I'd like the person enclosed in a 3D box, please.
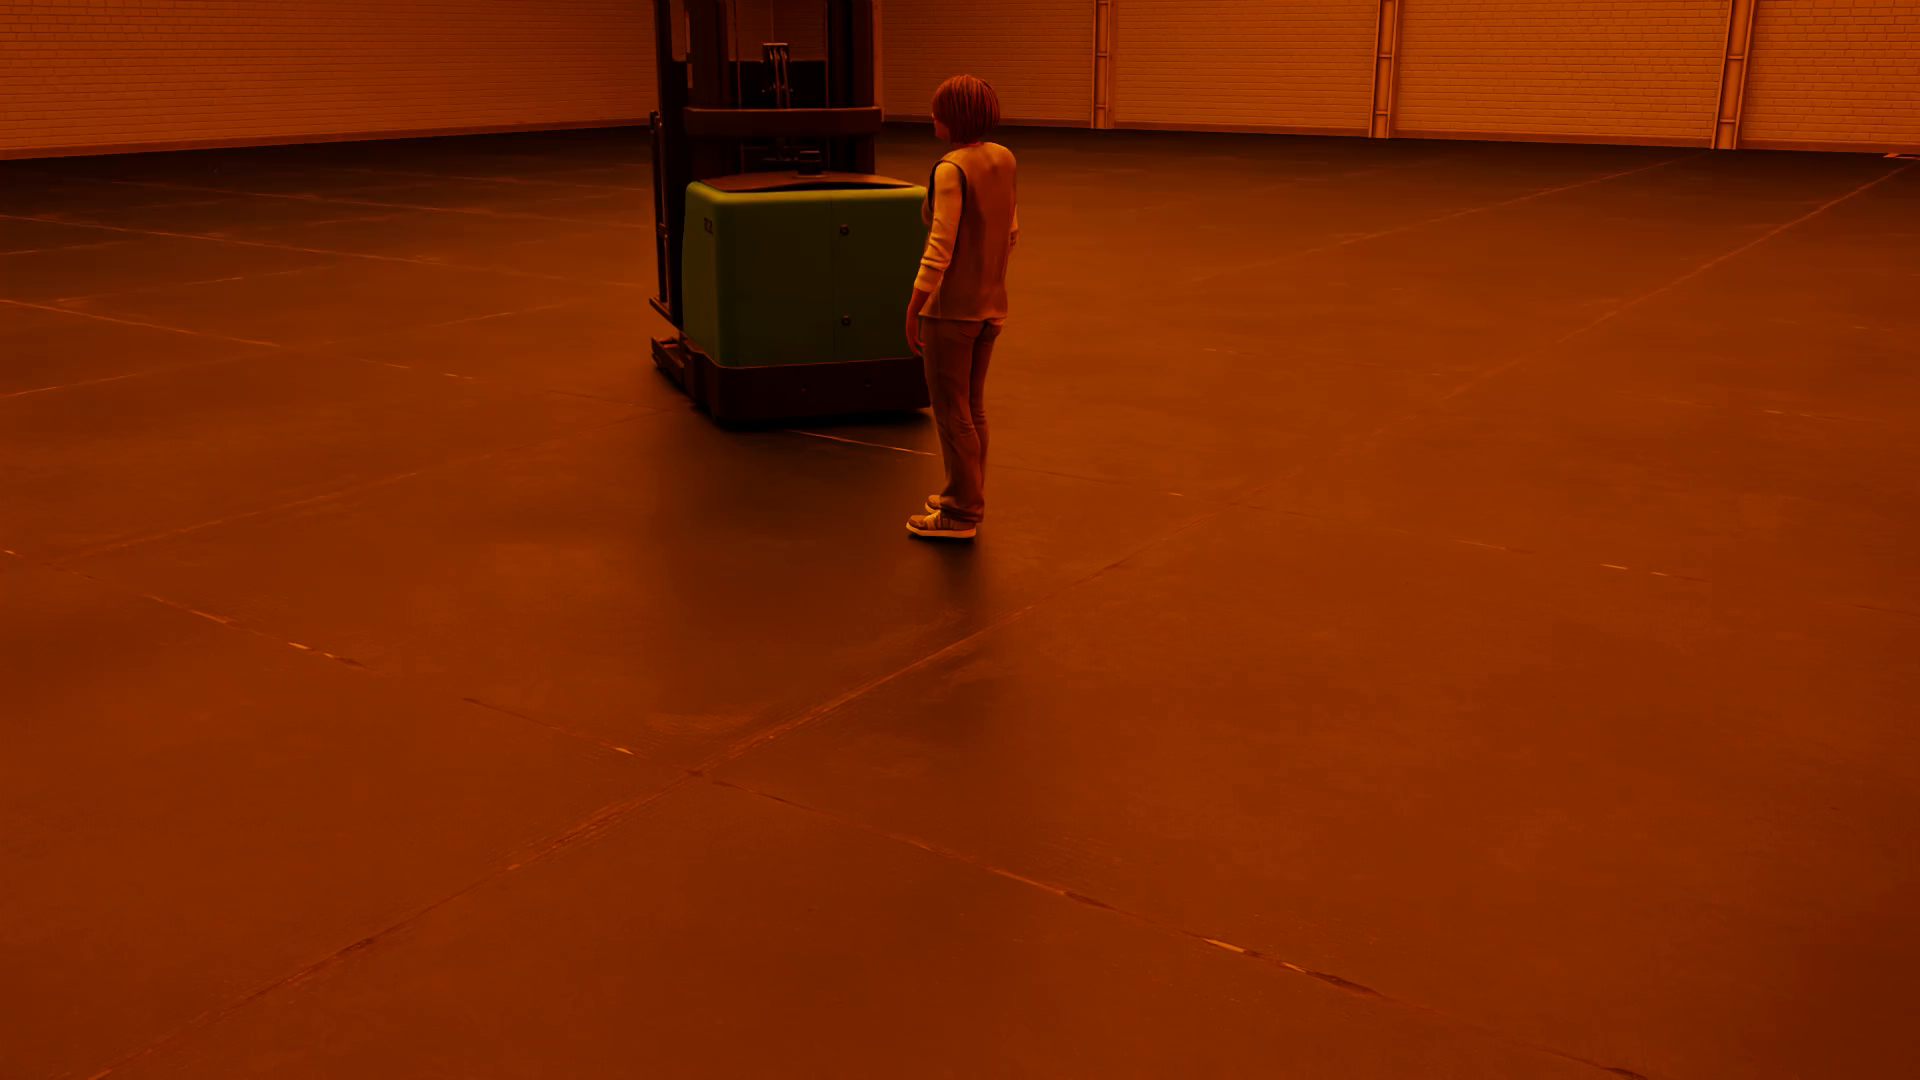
[{"bbox_3d":[-0.053,-0.788,5.769,0.473,1.599,0.520,11,20,33],"label":"person"}]

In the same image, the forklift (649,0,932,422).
[{"bbox_3d":[-1.052,-2.324,8.606,1.130,2.935,3.031,-6,18,-18],"label":"forklift"}]
